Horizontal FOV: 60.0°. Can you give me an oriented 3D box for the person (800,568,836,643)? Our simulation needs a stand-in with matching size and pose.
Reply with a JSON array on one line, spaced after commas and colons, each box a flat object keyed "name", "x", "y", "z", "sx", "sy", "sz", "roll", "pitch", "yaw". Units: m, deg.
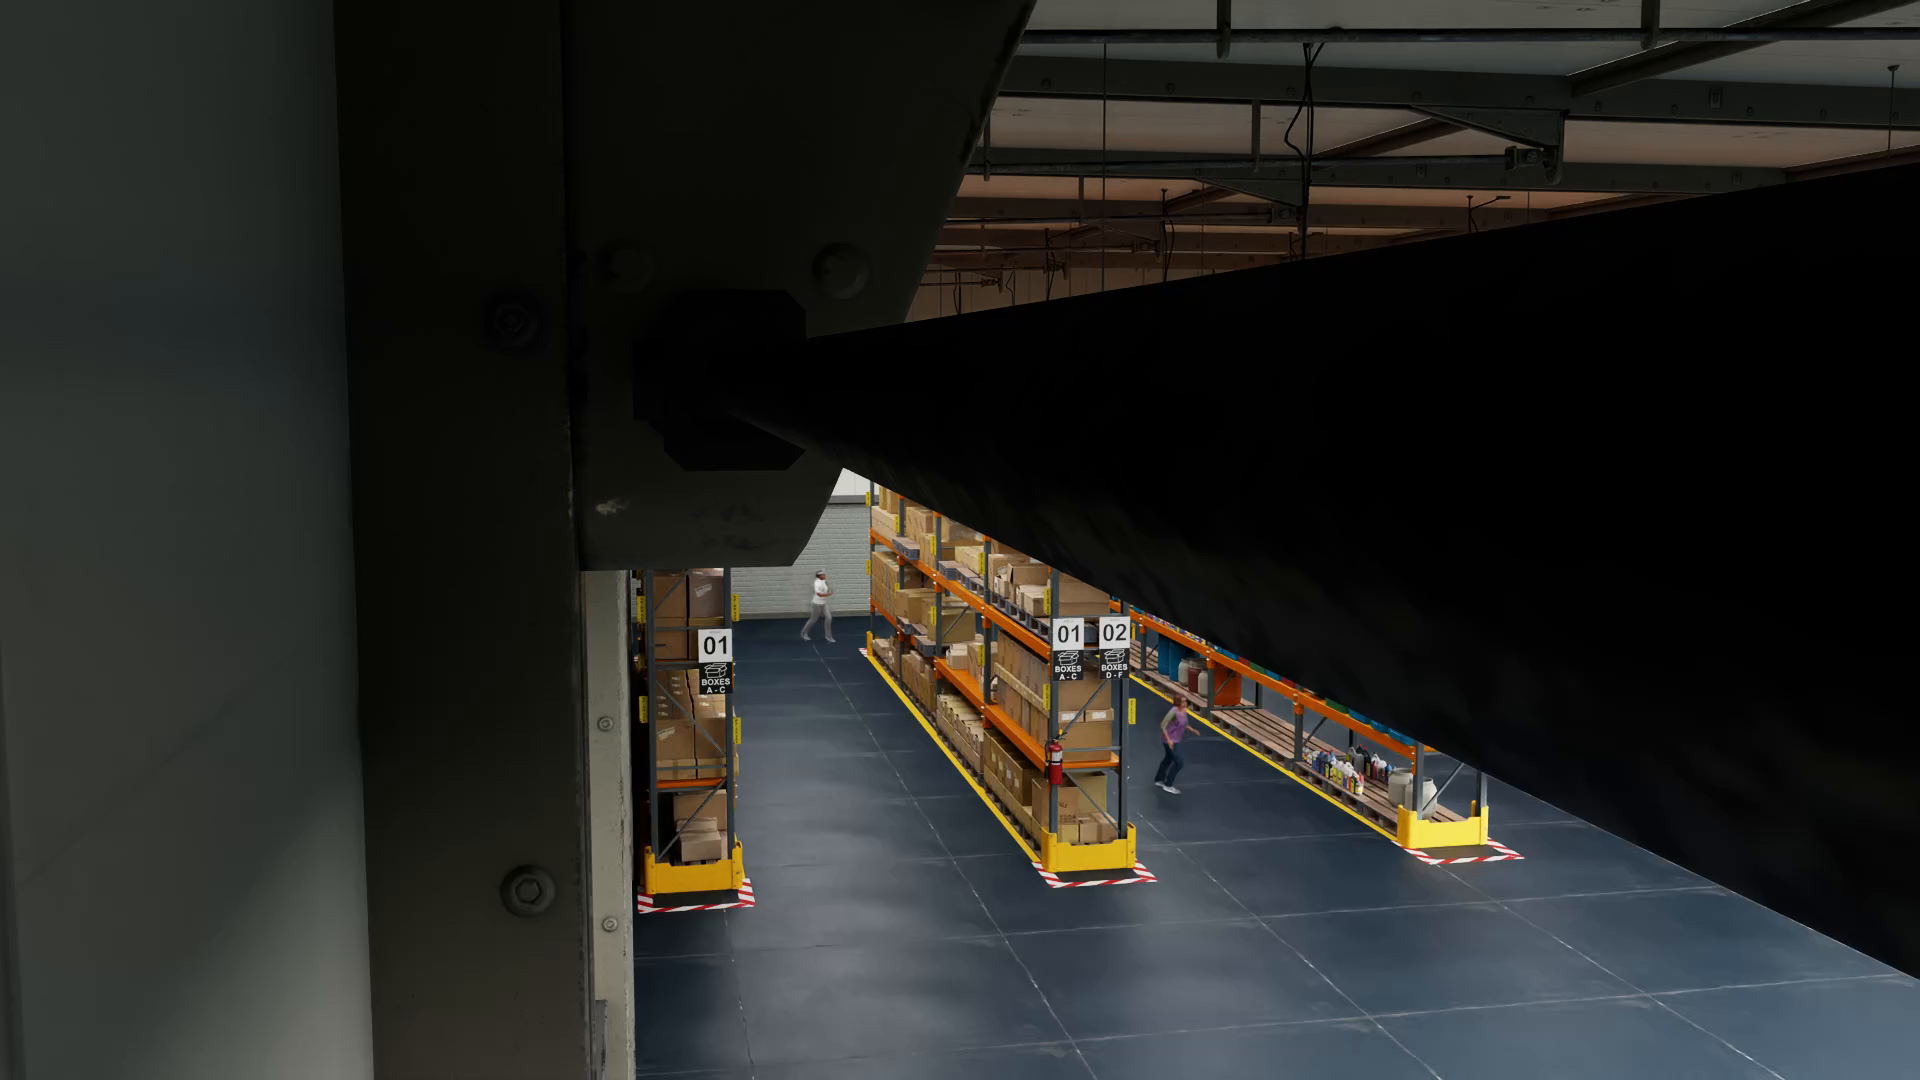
[{"name": "person", "x": -3.246, "y": 1.504, "z": 38.125, "sx": 0.861, "sy": 1.740, "sz": 0.561, "roll": 2, "pitch": 6, "yaw": 14}]

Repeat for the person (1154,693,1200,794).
[{"name": "person", "x": 3.200, "y": 3.021, "z": 24.767, "sx": 0.748, "sy": 1.512, "sz": 0.589, "roll": 3, "pitch": 7, "yaw": 28}]
